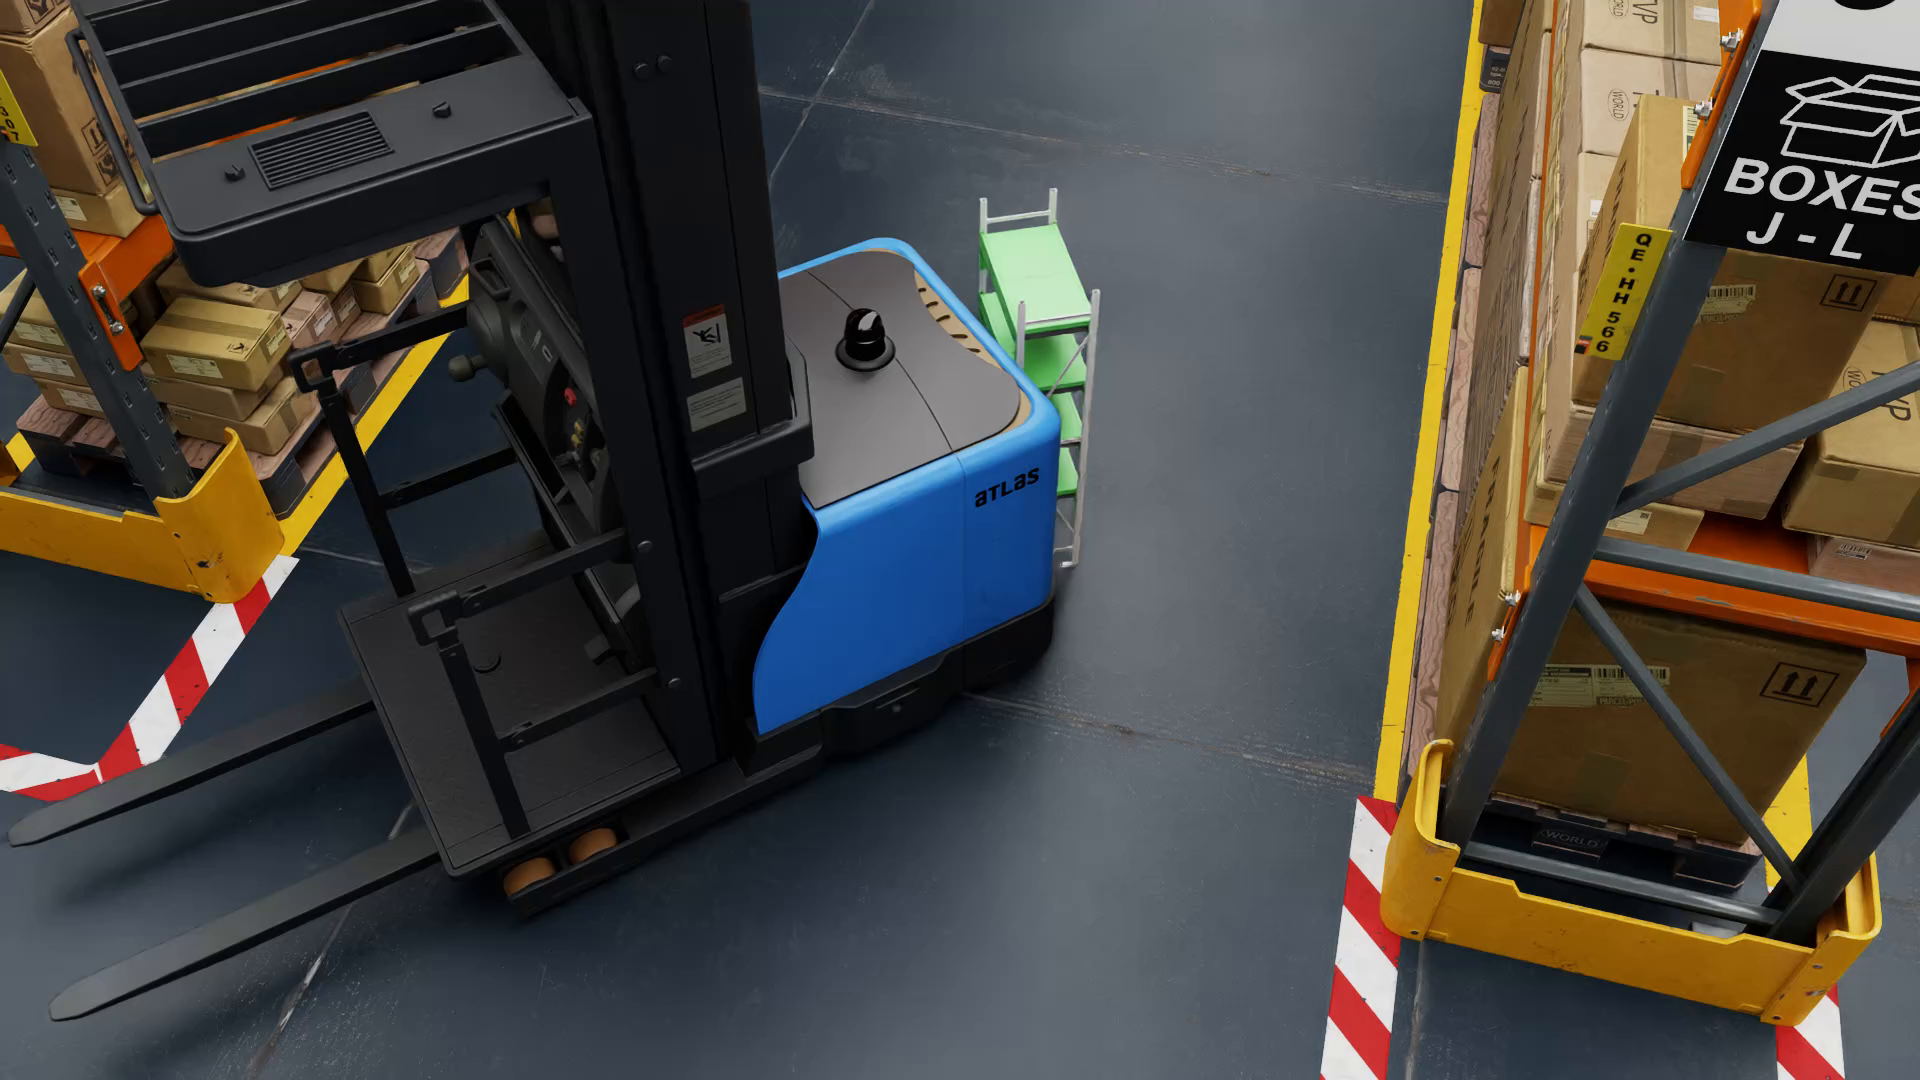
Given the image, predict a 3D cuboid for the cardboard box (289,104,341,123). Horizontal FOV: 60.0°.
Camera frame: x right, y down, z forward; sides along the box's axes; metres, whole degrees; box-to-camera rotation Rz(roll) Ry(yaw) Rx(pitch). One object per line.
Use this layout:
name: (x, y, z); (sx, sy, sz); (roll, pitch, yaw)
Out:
cardboard box: (-2.662, -1.709, 6.482); (0.380, 0.149, 0.250); (10, 49, 9)

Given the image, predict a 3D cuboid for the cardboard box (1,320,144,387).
cardboard box: (-3.083, -0.684, 5.776); (0.380, 0.149, 0.250); (10, 49, 9)

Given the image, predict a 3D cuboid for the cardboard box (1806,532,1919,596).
cardboard box: (2.223, -0.008, 3.924); (0.380, 0.149, 0.250); (12, 50, 10)

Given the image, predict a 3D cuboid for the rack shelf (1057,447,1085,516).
rack shelf: (0.232, -0.277, 5.600); (0.258, 0.148, 0.480); (-9, 49, -8)

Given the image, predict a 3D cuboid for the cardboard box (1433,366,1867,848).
cardboard box: (1.903, 0.185, 4.723); (0.875, 0.875, 0.875); (12, 50, 10)

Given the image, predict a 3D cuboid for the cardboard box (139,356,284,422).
cardboard box: (-2.561, -0.574, 5.679); (0.380, 0.149, 0.250); (13, 50, 12)

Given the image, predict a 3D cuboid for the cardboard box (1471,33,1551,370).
cardboard box: (2.377, -1.116, 5.872); (0.875, 0.875, 0.875); (12, 50, 10)

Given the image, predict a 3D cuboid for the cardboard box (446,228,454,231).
cardboard box: (-2.154, -1.379, 6.588); (0.380, 0.149, 0.250); (9, 49, 8)

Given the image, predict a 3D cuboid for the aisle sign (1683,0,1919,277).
aisle sign: (1.503, -0.767, 2.693); (0.394, 0.787, 0.004); (12, 50, 10)

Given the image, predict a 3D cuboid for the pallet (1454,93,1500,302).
pallet: (2.589, -1.336, 6.788); (1.003, 0.211, 1.213); (12, 50, 10)

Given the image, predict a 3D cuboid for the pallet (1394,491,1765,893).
pallet: (1.947, 0.429, 5.231); (1.003, 0.211, 1.213); (12, 50, 10)

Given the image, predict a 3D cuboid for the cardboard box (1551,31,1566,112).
cardboard box: (2.057, -1.434, 5.182); (0.380, 0.149, 0.250); (10, 49, 9)

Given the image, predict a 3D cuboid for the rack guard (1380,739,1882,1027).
rack guard: (1.805, 0.945, 4.583); (1.175, 0.500, 0.348); (12, 50, 10)

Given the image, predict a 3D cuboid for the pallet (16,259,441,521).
pallet: (-2.679, -0.665, 6.196); (1.003, 0.211, 1.213); (12, 50, 10)

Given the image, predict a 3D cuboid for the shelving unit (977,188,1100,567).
shelving unit: (0.232, -0.479, 5.372); (0.258, 1.200, 0.503); (-9, 49, -8)

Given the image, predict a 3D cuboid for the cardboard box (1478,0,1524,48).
cardboard box: (3.014, -2.696, 7.266); (1.225, 0.875, 0.875); (12, 50, 10)

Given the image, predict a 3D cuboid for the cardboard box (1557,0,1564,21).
cardboard box: (2.193, -1.805, 5.510); (0.380, 0.149, 0.250); (11, 49, 10)

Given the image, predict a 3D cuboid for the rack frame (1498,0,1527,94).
rack frame: (2.864, -2.793, 6.215); (1.000, 3.000, 0.127); (12, 50, 10)

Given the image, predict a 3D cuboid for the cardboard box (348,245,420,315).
cardboard box: (-2.278, -1.013, 6.265); (0.380, 0.149, 0.250); (12, 50, 10)

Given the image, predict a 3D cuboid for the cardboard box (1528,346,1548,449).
cardboard box: (1.654, -0.328, 4.206); (0.380, 0.149, 0.250); (12, 50, 10)

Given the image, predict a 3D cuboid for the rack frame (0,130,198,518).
rack frame: (-2.947, -0.952, 4.589); (1.000, 3.000, 0.127); (12, 50, 10)

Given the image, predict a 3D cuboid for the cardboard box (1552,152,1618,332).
cardboard box: (1.817, -0.718, 4.285); (0.500, 0.250, 0.500); (11, 49, 9)

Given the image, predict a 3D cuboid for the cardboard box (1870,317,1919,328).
cardboard box: (2.329, -0.620, 4.198); (0.500, 0.250, 0.500); (11, 49, 10)

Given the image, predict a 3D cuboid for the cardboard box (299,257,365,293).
cardboard box: (-2.335, -1.036, 5.889); (0.380, 0.149, 0.250); (11, 50, 10)

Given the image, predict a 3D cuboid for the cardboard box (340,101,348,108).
cardboard box: (-2.693, -1.824, 6.782); (0.380, 0.149, 0.250); (12, 50, 10)

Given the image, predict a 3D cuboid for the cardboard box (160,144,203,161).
cardboard box: (-2.518, -1.231, 5.003); (0.380, 0.149, 0.250); (13, 50, 11)

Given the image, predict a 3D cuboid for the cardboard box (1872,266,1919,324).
cardboard box: (2.330, -0.852, 3.903); (0.500, 0.500, 0.500); (10, 49, 9)

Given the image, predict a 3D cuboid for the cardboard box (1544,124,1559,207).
cardboard box: (1.923, -1.066, 4.858); (0.380, 0.149, 0.250); (12, 50, 10)

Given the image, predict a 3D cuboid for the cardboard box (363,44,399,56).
cardboard box: (-2.518, -2.075, 6.805); (0.380, 0.149, 0.250); (10, 49, 8)

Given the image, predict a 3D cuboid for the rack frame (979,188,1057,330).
rack frame: (0.179, -0.657, 5.530); (0.240, 1.200, 0.015); (-9, 49, -8)

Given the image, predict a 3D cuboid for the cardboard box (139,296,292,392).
cardboard box: (-2.481, -0.656, 5.553); (0.380, 0.149, 0.250); (10, 49, 8)

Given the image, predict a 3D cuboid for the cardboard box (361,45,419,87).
cardboard box: (-2.180, -1.813, 6.574); (0.380, 0.149, 0.250); (12, 50, 10)

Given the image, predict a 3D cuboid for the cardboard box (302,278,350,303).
cardboard box: (-2.456, -0.956, 6.016); (0.380, 0.149, 0.250); (12, 50, 11)

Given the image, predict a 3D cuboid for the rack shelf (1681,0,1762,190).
rack shelf: (2.338, -2.101, 4.083); (1.077, 0.370, 4.000); (12, 50, 10)

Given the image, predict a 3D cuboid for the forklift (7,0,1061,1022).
forklift: (-1.233, -0.354, 4.107); (3.031, 2.935, 1.130); (-24, 53, -20)

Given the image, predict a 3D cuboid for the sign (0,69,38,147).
sign: (-2.423, -1.131, 4.170); (0.100, 0.325, 0.005); (12, 50, 10)

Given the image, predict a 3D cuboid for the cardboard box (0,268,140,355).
cardboard box: (-3.052, -0.777, 5.660); (0.380, 0.149, 0.250); (12, 50, 10)

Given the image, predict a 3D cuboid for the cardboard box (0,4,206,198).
cardboard box: (-2.562, -1.354, 4.679); (0.500, 0.500, 0.500); (14, 50, 12)

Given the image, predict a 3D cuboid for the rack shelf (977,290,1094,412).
rack shelf: (0.232, -0.595, 5.240); (0.258, 0.148, 0.480); (-9, 49, -8)

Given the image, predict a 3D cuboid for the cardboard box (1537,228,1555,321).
cardboard box: (1.789, -0.690, 4.526); (0.380, 0.149, 0.250); (12, 50, 11)

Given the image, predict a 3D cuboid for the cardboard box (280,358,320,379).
cardboard box: (-2.510, -0.669, 5.961); (0.380, 0.149, 0.250); (11, 50, 10)

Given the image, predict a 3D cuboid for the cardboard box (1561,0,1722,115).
cardboard box: (2.084, -1.464, 4.943); (0.500, 0.250, 0.500); (12, 50, 10)
